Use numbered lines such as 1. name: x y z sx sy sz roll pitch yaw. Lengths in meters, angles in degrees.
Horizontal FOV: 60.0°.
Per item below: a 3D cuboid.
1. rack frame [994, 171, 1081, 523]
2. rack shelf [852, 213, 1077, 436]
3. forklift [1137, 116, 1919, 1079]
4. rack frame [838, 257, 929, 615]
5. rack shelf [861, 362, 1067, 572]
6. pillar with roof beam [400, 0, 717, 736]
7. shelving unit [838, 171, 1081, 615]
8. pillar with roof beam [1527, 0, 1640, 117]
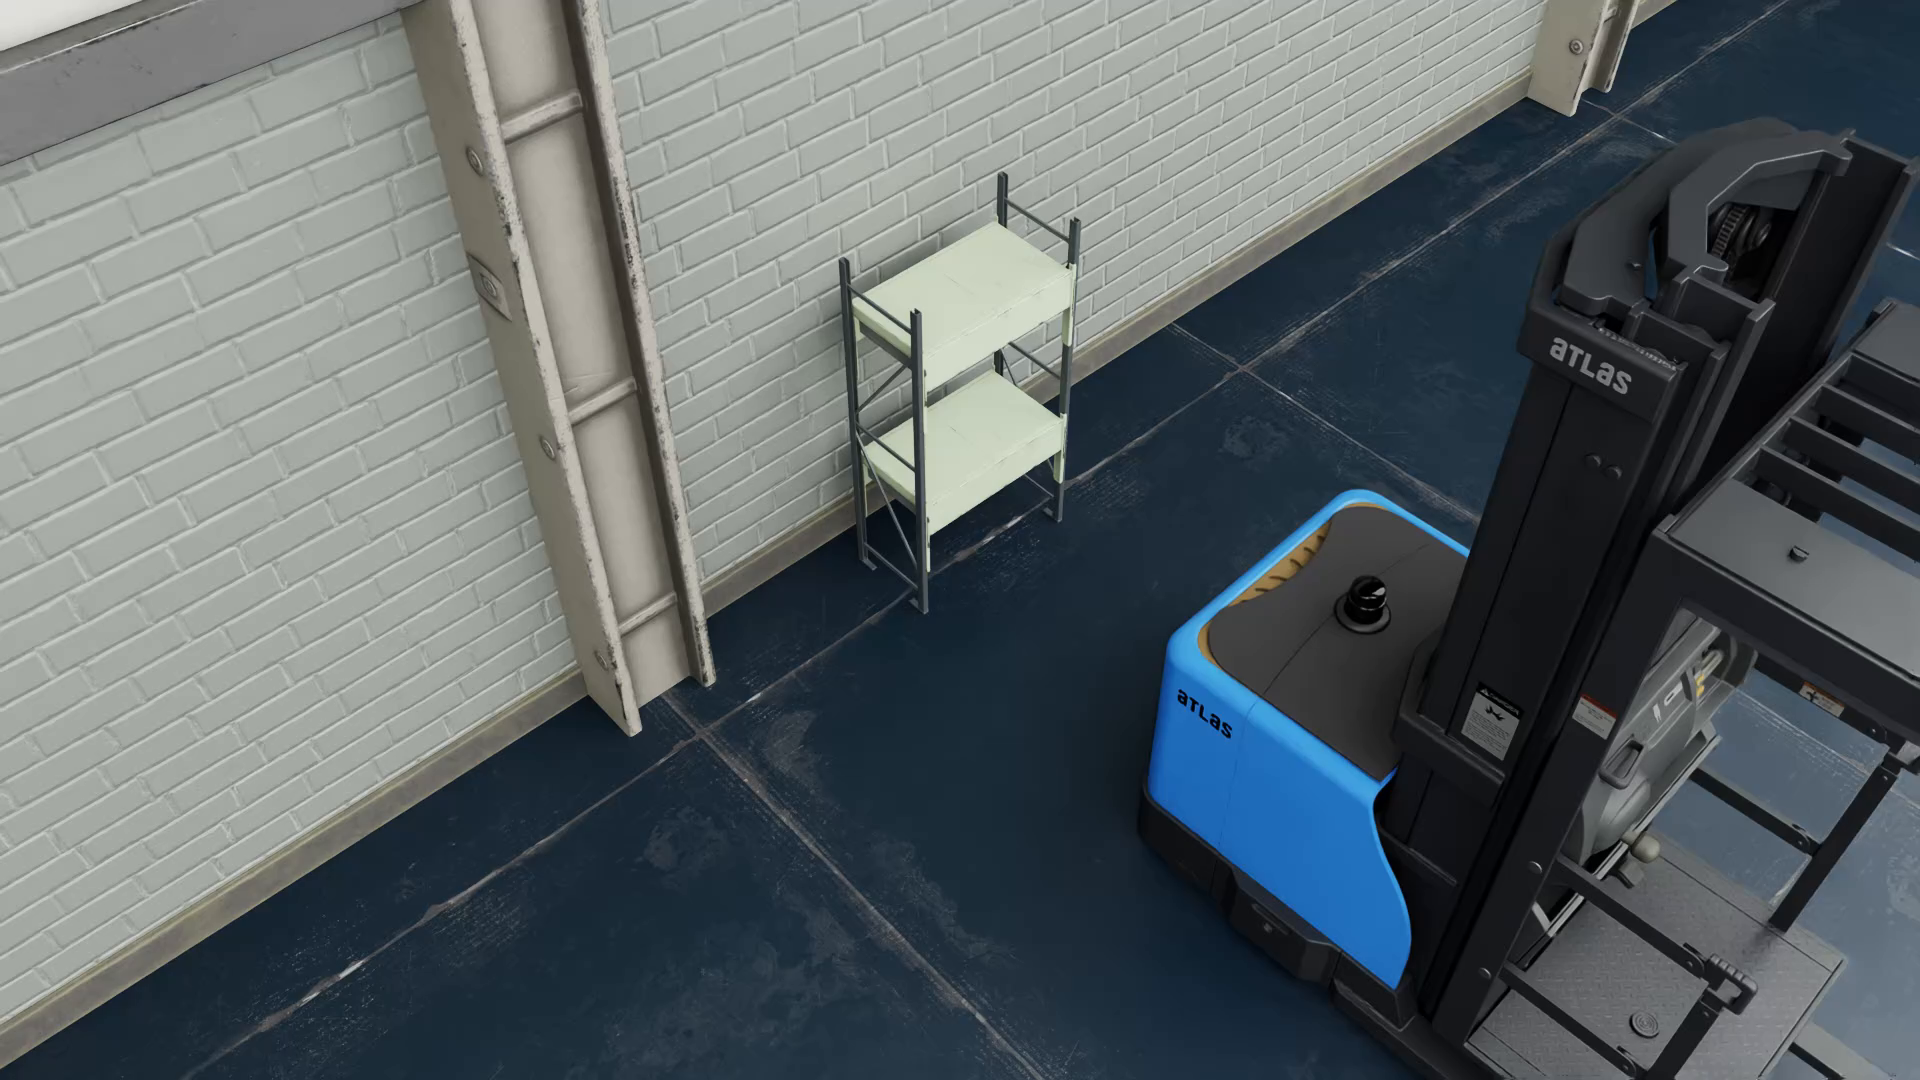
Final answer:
1. rack frame: 0.276 -0.693 6.369 0.023 1.500 0.400 -34 56 -27
2. rack shelf: 0.005 -0.777 5.915 0.720 0.370 0.431 -34 56 -27
3. forklift: 2.005 0.560 4.239 1.130 2.935 3.031 -36 57 -29
4. rack frame: -0.266 -0.331 6.035 0.023 1.500 0.400 -34 56 -27
5. rack shelf: 0.005 -0.291 6.441 0.720 0.370 0.431 -34 56 -27
6. pillar with roof beam: 1.733 -0.170 0.784 0.400 9.000 9.100 -34 56 -27
7. shelving unit: 0.005 -0.512 6.202 0.755 1.500 0.431 -34 56 -27
8. pillar with roof beam: 6.172 -3.136 3.521 0.400 9.000 9.100 -34 56 -27
